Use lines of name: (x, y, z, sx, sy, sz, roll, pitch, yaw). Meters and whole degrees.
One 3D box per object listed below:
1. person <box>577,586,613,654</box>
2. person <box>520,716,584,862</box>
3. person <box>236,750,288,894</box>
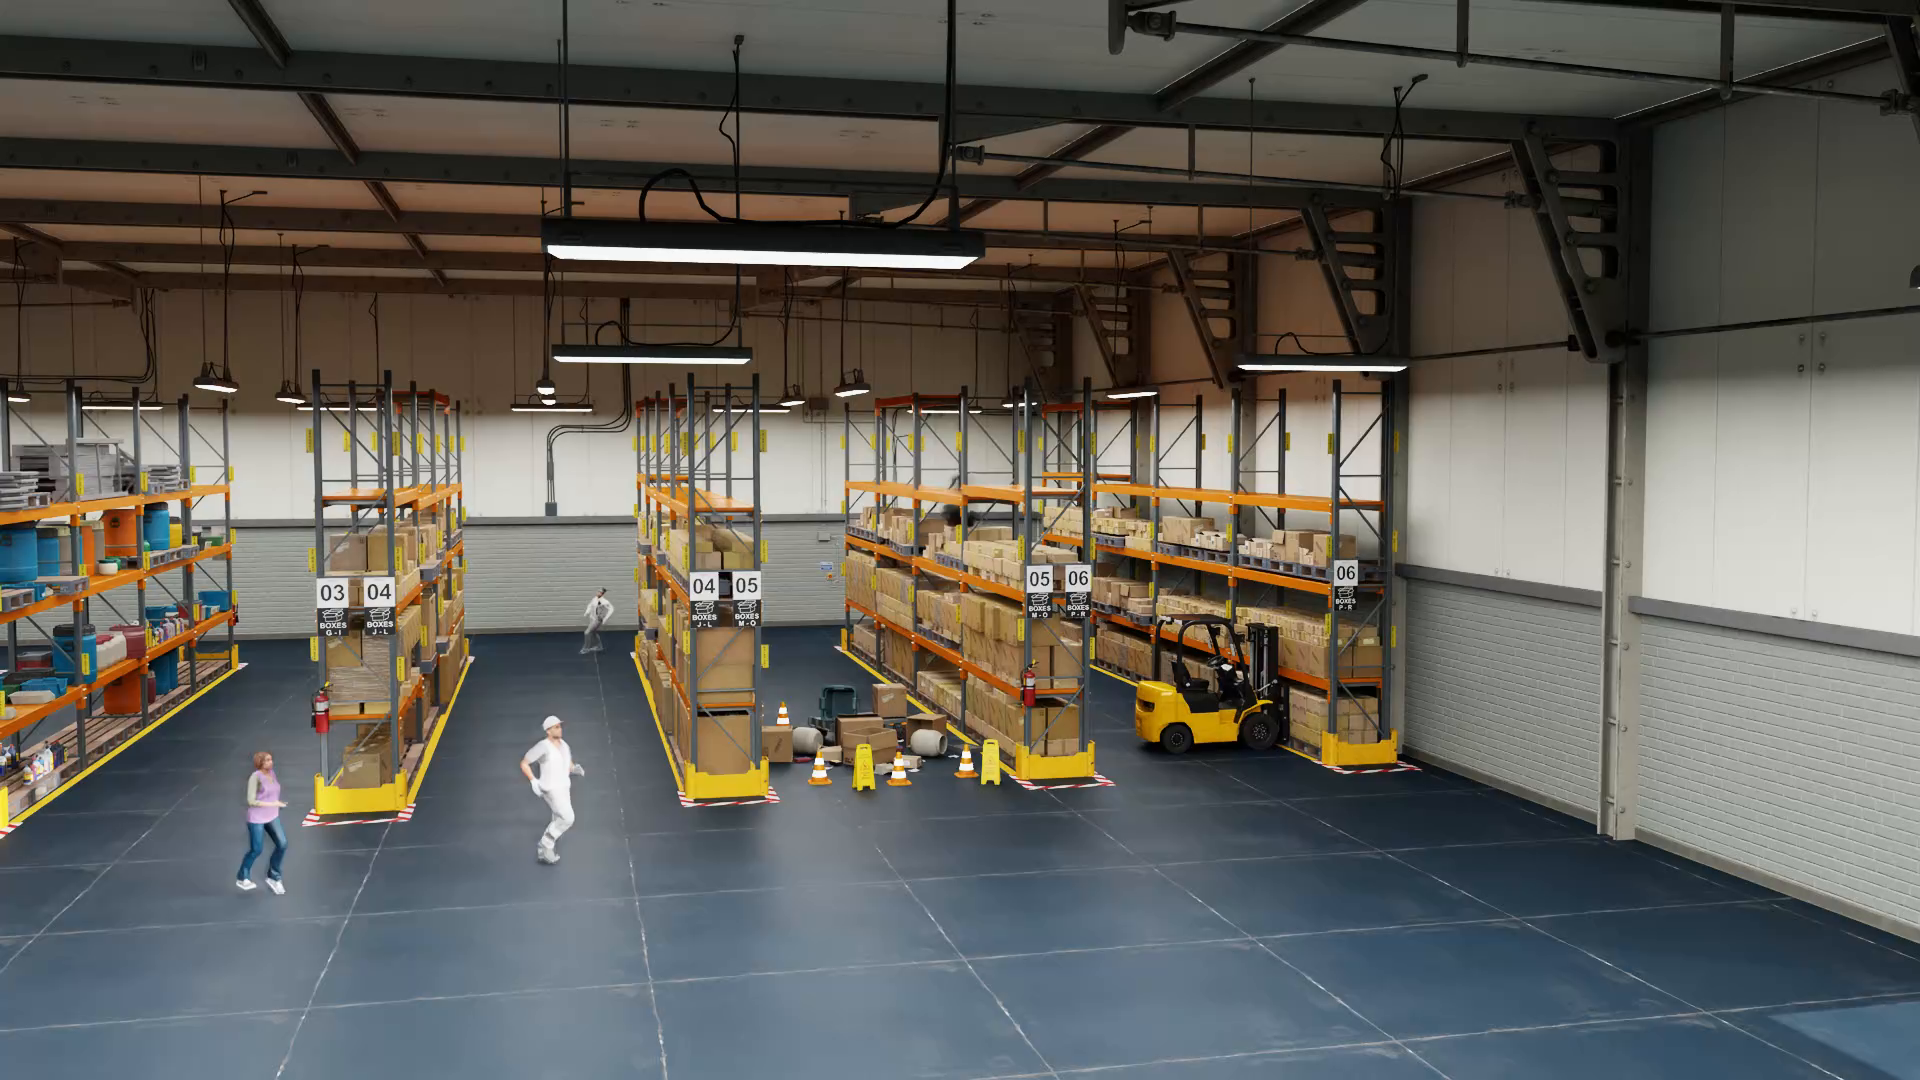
person: (-8.754, 1.916, 39.707, 0.747, 1.644, 0.742, -2, 4, -34)
person: (-4.777, 2.968, 19.776, 0.640, 1.746, 0.653, 1, 4, 21)
person: (-7.728, 3.150, 18.475, 0.696, 1.656, 0.560, 1, 3, 18)
